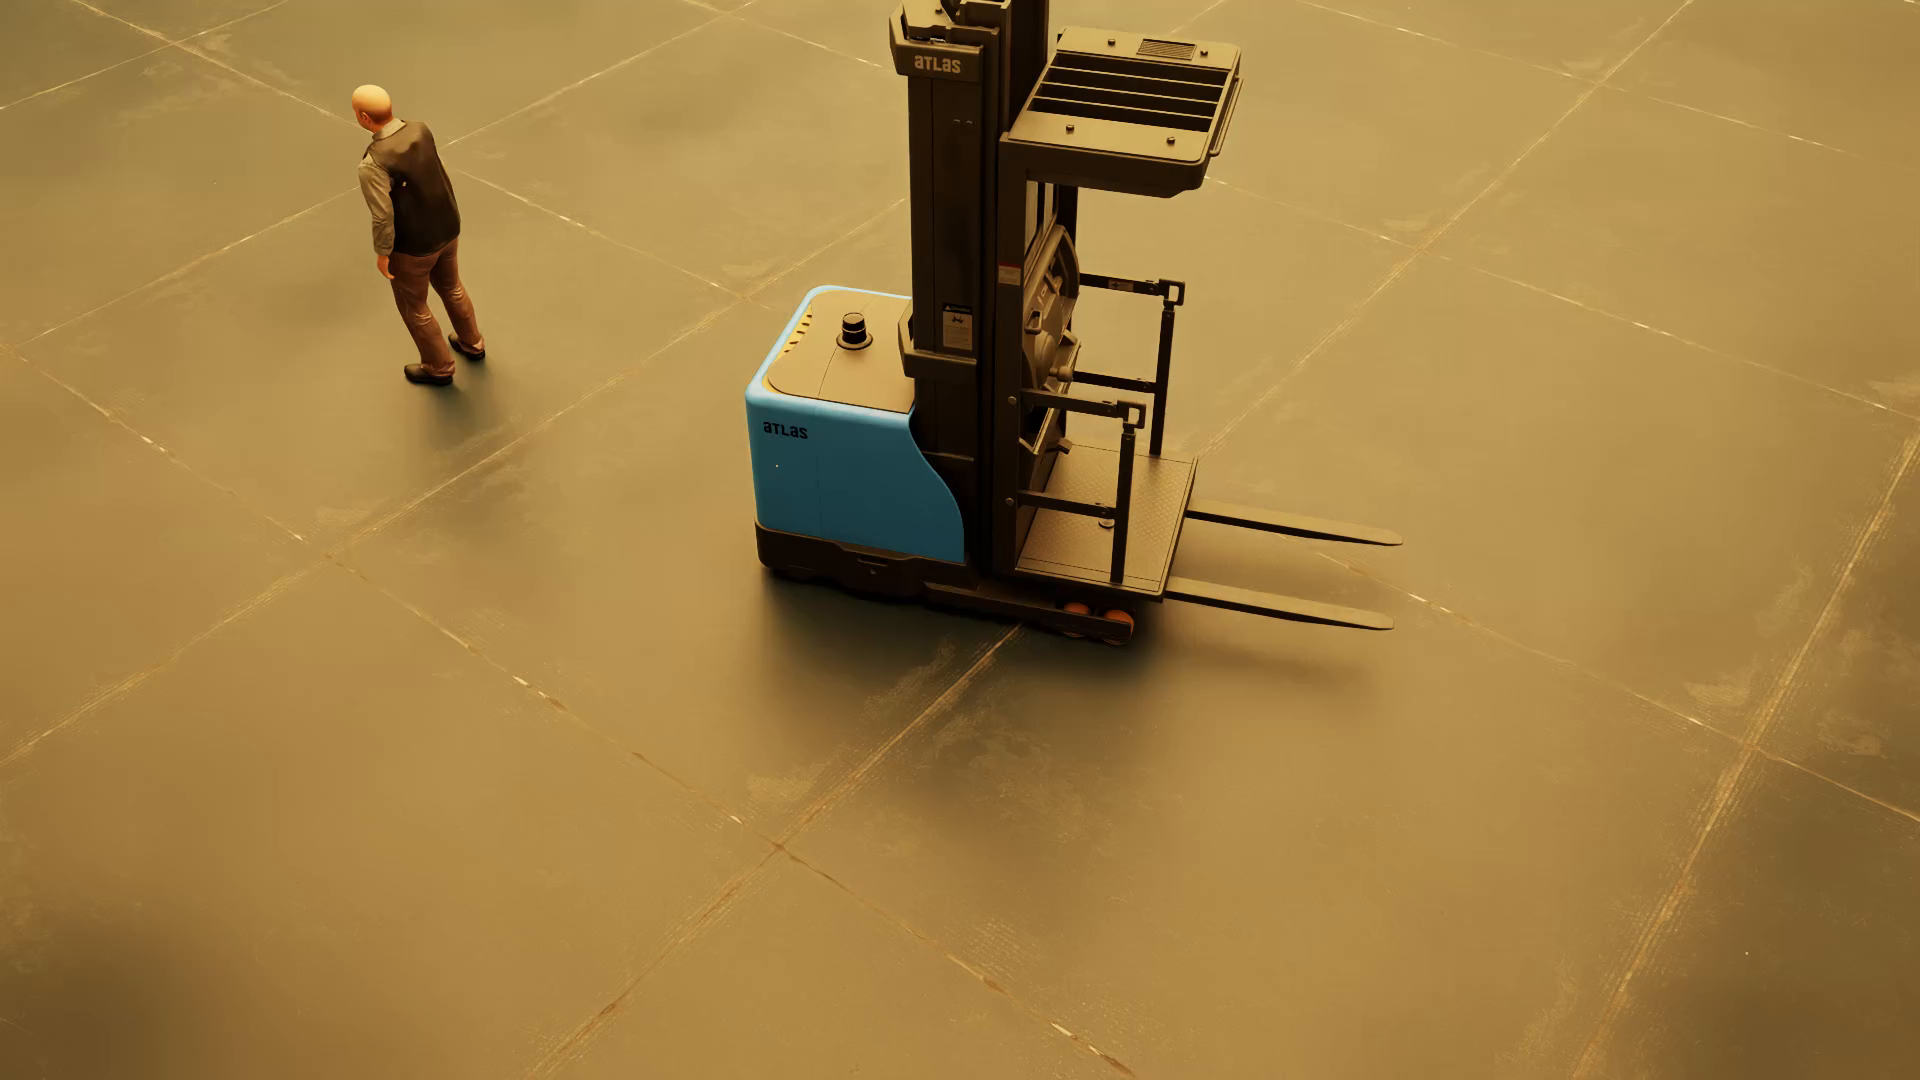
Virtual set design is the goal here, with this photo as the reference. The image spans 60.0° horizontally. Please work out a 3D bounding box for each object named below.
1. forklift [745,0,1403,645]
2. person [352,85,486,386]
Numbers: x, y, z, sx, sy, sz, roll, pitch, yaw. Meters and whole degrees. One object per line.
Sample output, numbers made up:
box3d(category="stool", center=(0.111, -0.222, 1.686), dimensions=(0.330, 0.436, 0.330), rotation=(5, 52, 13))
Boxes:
box3d(category="forklift", center=(0.587, -1.011, 7.260), dimensions=(3.031, 2.935, 1.130), rotation=(10, 41, 12))
box3d(category="person", center=(-2.898, -1.620, 8.908), dimensions=(0.426, 1.720, 0.592), rotation=(17, 43, 19))
